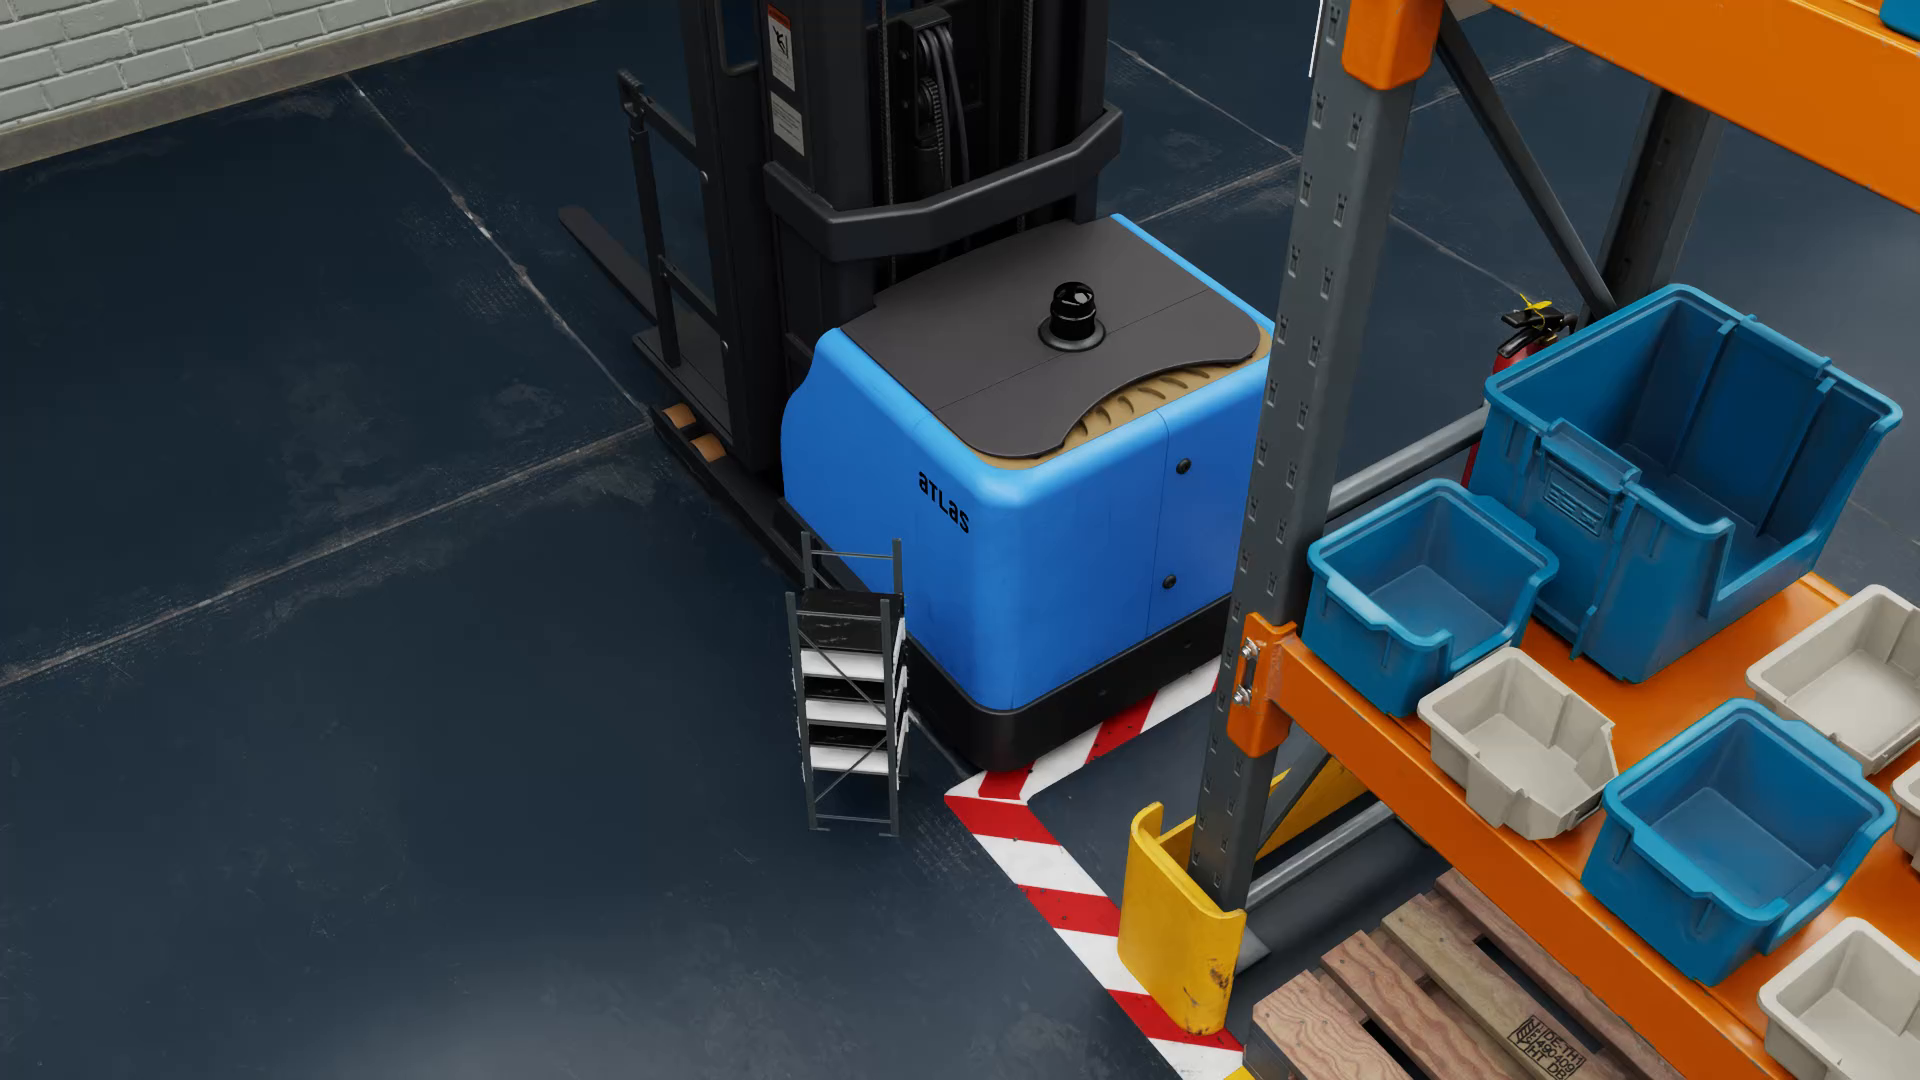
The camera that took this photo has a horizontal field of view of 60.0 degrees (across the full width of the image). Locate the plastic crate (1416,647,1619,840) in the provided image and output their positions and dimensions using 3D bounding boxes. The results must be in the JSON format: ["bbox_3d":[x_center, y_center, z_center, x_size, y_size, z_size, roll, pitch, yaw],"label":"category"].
[{"bbox_3d":[0.957,0.365,2.843,0.250,0.136,0.298,-26,49,-24],"label":"plastic crate"}]

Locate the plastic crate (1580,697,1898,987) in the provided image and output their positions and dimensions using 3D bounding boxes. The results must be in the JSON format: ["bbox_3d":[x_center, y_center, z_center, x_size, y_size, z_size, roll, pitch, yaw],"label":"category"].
[{"bbox_3d":[1.218,0.488,2.644,0.416,0.233,0.300,-26,49,-24],"label":"plastic crate"}]

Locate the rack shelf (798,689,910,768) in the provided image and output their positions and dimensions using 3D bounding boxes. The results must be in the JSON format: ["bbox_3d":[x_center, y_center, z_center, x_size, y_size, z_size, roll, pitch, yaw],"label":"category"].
[{"bbox_3d":[-0.270,0.475,4.280,0.258,0.077,0.200,4,44,4],"label":"rack shelf"}]

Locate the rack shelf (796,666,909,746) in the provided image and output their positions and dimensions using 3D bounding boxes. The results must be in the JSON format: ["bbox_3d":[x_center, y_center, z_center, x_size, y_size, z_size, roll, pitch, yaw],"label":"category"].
[{"bbox_3d":[-0.270,0.410,4.217,0.258,0.077,0.200,4,44,4],"label":"rack shelf"}]

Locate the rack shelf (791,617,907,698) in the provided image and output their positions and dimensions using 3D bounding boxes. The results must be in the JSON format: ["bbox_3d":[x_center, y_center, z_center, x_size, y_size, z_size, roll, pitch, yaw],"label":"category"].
[{"bbox_3d":[-0.270,0.279,4.093,0.258,0.077,0.200,4,44,4],"label":"rack shelf"}]

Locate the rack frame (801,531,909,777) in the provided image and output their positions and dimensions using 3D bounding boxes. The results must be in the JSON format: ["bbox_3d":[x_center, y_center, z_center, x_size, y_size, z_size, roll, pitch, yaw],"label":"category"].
[{"bbox_3d":[-0.260,0.316,4.268,0.240,0.900,0.006,4,44,4],"label":"rack frame"}]

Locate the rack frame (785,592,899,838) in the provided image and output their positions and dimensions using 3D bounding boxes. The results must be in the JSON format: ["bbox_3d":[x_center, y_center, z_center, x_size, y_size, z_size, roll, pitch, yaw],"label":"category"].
[{"bbox_3d":[-0.281,0.455,4.121,0.240,0.900,0.006,4,44,4],"label":"rack frame"}]

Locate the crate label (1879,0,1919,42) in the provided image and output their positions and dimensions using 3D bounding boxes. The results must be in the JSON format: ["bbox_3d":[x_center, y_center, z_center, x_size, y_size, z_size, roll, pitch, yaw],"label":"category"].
[{"bbox_3d":[1.233,-0.574,1.615,0.408,0.251,0.502,-26,49,-24],"label":"crate label"}]

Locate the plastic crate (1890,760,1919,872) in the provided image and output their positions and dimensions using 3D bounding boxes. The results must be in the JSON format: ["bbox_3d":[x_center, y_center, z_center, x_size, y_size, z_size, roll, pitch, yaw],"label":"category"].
[{"bbox_3d":[1.740,0.441,2.764,0.396,0.136,0.243,-26,49,-24],"label":"plastic crate"}]

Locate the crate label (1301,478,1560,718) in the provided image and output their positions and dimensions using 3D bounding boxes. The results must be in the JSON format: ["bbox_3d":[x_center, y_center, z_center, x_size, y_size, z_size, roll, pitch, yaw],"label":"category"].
[{"bbox_3d":[0.842,0.115,3.035,0.416,0.233,0.303,-26,49,-24],"label":"crate label"}]

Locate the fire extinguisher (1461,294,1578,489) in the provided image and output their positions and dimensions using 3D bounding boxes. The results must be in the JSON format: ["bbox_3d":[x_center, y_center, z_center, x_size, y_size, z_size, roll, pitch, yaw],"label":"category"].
[{"bbox_3d":[1.257,-0.295,3.713,0.296,0.674,0.183,-26,49,-24],"label":"fire extinguisher"}]

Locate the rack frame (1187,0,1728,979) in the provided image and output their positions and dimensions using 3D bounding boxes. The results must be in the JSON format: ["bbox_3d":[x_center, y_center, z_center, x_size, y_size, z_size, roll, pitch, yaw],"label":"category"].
[{"bbox_3d":[0.971,-0.193,3.280,1.000,3.000,0.127,-26,49,-24],"label":"rack frame"}]

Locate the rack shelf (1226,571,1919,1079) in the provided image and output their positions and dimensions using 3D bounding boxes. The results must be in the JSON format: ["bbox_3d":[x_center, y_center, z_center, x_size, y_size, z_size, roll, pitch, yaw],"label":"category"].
[{"bbox_3d":[2.115,1.200,2.342,1.077,0.370,4.000,-26,49,-24],"label":"rack shelf"}]

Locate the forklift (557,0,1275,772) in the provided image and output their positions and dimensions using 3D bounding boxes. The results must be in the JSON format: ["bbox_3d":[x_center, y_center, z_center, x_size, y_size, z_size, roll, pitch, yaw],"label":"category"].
[{"bbox_3d":[-0.362,-1.414,4.609,1.130,2.935,3.031,-26,49,-25],"label":"forklift"}]

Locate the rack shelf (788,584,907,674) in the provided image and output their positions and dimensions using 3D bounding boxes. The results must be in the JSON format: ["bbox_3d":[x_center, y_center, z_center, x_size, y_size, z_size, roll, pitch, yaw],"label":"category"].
[{"bbox_3d":[-0.270,0.214,4.031,0.258,0.077,0.200,4,44,4],"label":"rack shelf"}]

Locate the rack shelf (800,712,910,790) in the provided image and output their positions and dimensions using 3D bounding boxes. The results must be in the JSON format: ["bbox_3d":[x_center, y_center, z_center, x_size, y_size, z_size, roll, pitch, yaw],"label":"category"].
[{"bbox_3d":[-0.270,0.540,4.342,0.258,0.077,0.200,4,44,4],"label":"rack shelf"}]

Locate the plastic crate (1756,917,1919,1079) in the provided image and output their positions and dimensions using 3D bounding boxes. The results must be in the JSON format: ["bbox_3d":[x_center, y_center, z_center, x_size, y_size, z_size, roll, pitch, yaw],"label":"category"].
[{"bbox_3d":[1.345,0.749,2.441,0.250,0.136,0.298,-26,49,-24],"label":"plastic crate"}]

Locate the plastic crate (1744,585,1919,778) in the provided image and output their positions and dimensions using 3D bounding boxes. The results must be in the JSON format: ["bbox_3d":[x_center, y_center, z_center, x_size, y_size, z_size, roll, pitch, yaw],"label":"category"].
[{"bbox_3d":[1.586,0.271,2.942,0.396,0.136,0.243,-26,49,-24],"label":"plastic crate"}]

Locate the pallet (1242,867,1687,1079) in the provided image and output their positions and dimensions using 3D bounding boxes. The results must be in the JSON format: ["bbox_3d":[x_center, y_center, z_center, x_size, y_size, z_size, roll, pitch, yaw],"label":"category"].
[{"bbox_3d":[1.411,1.298,3.738,1.003,0.211,1.213,-26,49,-24],"label":"pallet"}]

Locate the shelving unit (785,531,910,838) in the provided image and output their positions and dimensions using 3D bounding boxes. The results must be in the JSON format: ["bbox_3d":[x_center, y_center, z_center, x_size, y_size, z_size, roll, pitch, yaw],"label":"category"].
[{"bbox_3d":[-0.270,0.386,4.194,0.258,0.900,0.210,4,44,4],"label":"shelving unit"}]

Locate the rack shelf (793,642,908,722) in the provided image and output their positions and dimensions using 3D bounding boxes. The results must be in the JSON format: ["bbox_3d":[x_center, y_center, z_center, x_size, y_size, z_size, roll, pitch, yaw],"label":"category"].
[{"bbox_3d":[-0.270,0.345,4.155,0.258,0.077,0.200,4,44,4],"label":"rack shelf"}]

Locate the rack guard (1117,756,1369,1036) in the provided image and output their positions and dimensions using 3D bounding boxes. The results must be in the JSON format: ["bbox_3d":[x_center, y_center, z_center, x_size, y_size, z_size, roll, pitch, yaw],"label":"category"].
[{"bbox_3d":[0.946,0.702,4.152,1.175,0.500,0.348,-26,49,-24],"label":"rack guard"}]

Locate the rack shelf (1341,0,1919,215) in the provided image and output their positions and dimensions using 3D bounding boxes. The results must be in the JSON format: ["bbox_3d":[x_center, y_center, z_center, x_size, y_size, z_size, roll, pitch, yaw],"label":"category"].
[{"bbox_3d":[2.115,0.115,1.306,1.077,0.370,4.000,-26,49,-24],"label":"rack shelf"}]

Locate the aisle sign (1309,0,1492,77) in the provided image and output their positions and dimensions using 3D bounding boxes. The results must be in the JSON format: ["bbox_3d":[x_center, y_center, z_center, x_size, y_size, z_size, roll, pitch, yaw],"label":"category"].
[{"bbox_3d":[0.686,-1.057,2.302,0.394,0.787,0.004,-26,49,-24],"label":"aisle sign"}]

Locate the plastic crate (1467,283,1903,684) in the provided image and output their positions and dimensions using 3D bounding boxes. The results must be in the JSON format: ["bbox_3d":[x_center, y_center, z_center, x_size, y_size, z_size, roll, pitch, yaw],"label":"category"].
[{"bbox_3d":[1.315,-0.112,3.126,0.616,0.435,0.499,-26,49,-24],"label":"plastic crate"}]
